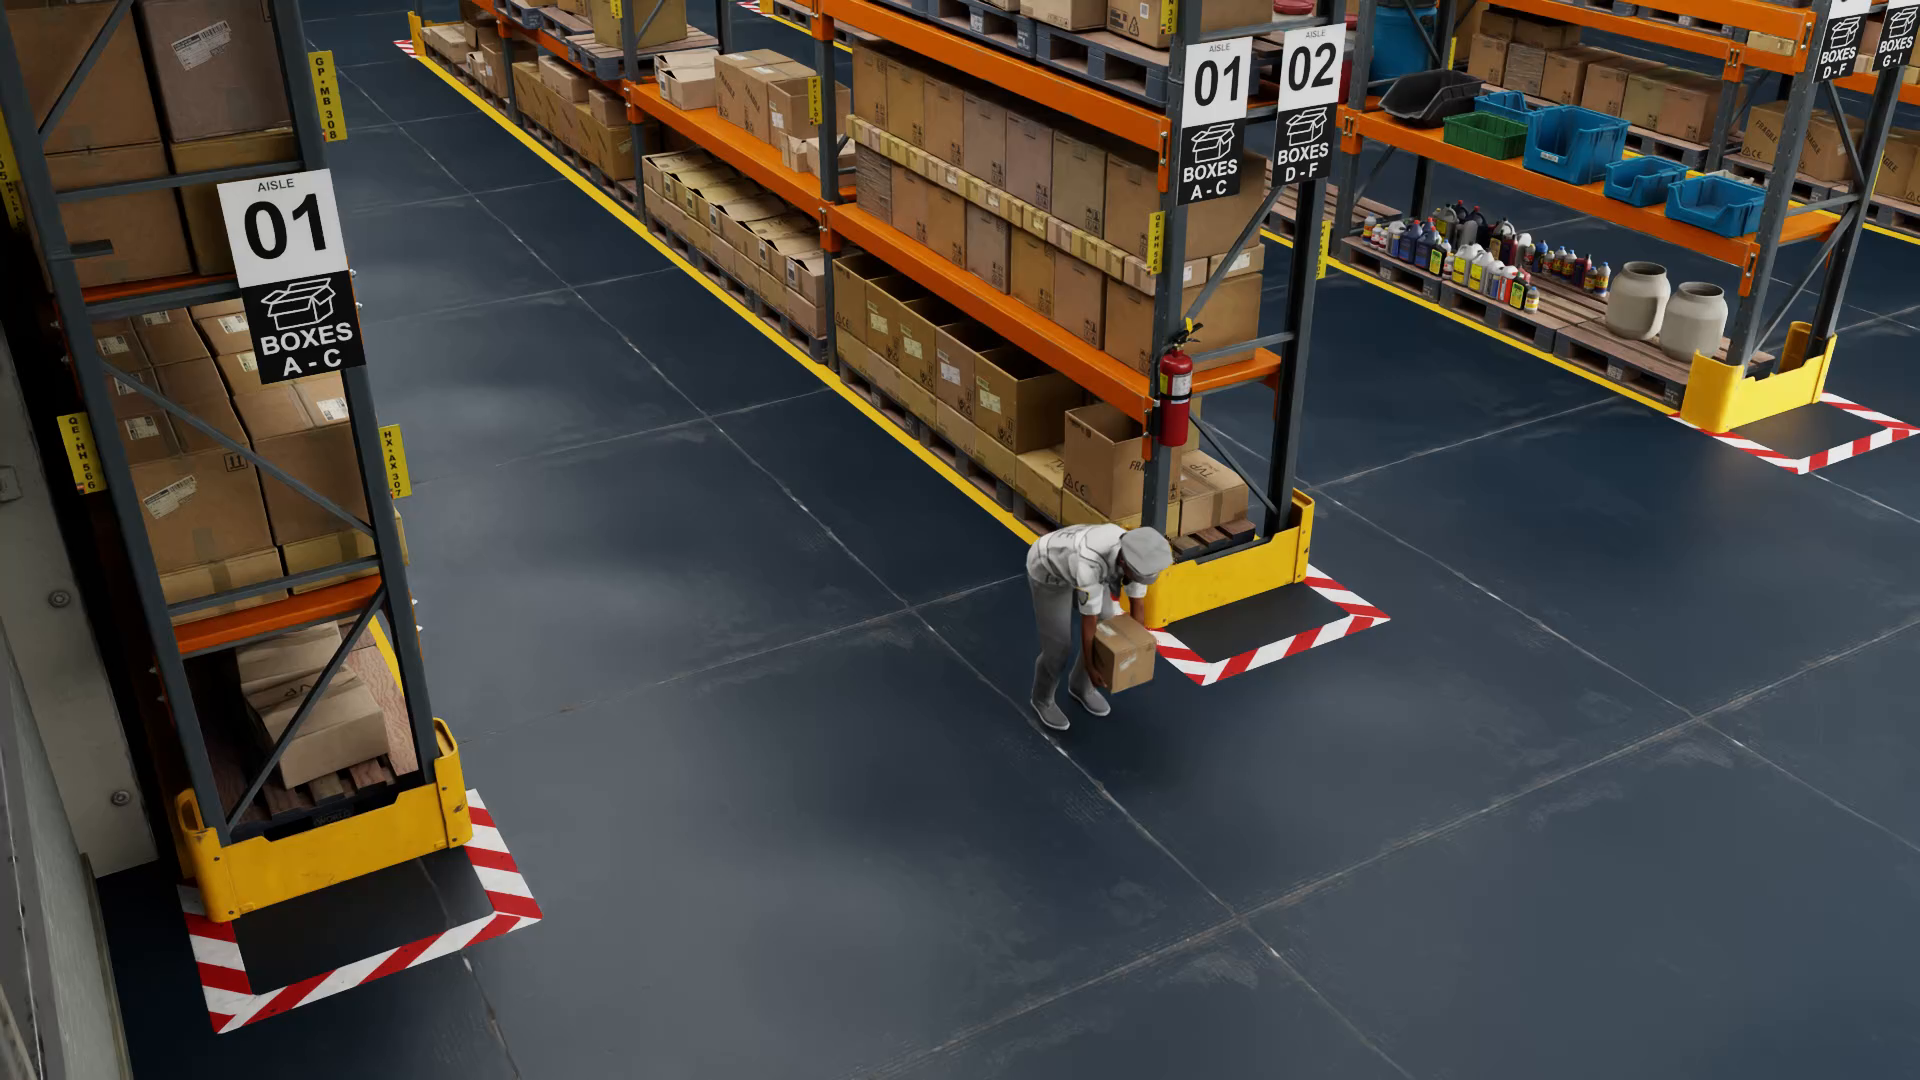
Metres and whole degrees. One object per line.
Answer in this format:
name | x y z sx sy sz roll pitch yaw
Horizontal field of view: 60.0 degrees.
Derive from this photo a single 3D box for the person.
person | 0.673 0.382 8.202 0.419 1.347 0.861 -17 33 -28
